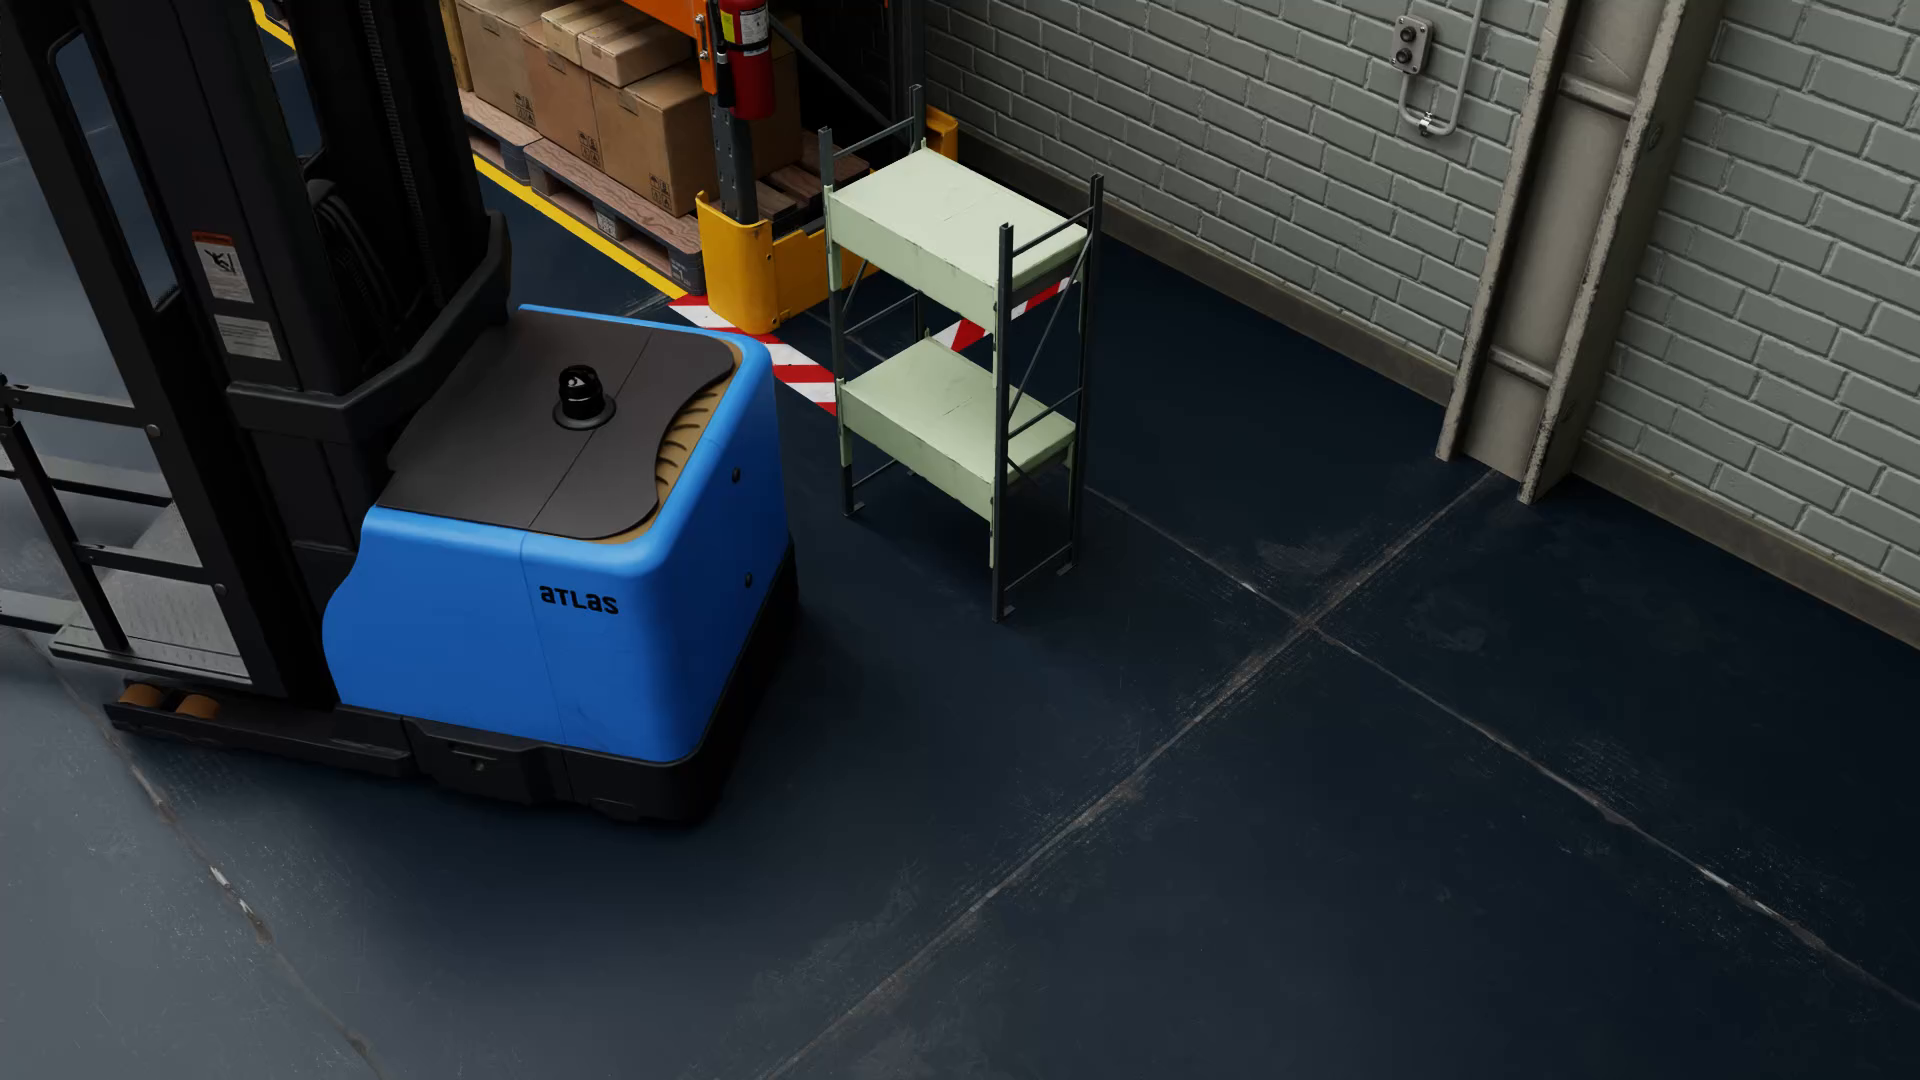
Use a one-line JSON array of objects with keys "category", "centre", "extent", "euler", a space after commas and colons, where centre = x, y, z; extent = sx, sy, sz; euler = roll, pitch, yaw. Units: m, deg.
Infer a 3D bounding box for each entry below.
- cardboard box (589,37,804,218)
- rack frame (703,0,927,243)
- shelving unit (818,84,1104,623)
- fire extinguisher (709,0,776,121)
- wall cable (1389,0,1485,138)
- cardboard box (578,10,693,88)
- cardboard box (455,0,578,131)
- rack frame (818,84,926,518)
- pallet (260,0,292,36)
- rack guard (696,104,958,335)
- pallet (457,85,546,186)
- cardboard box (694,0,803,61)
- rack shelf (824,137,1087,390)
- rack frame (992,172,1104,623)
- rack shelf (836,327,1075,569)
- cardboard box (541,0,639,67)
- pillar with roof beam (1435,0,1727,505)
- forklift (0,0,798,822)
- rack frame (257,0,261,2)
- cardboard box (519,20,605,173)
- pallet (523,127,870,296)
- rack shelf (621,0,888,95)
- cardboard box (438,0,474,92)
[{"category": "cardboard box", "centre": [-1.100, -1.798, 7.018], "extent": [0.700, 0.500, 0.500], "euler": [-34, 53, -31]}, {"category": "rack frame", "centre": [-0.535, -2.274, 6.000], "extent": [1.000, 3.000, 0.127], "euler": [-34, 53, -31]}, {"category": "shelving unit", "centre": [-0.005, -0.554, 5.244], "extent": [0.431, 1.500, 0.755], "euler": [-34, 53, -31]}, {"category": "fire extinguisher", "centre": [-0.755, -1.815, 5.836], "extent": [0.296, 0.674, 0.183], "euler": [-34, 53, -31]}, {"category": "wall cable", "centre": [1.039, -2.485, 5.480], "extent": [0.084, 1.984, 1.851], "euler": [-34, 53, -31]}, {"category": "cardboard box", "centre": [-1.320, -2.011, 6.771], "extent": [0.250, 0.149, 0.380], "euler": [34, 52, 31]}, {"category": "cardboard box", "centre": [-1.809, -2.280, 7.540], "extent": [0.500, 0.500, 0.700], "euler": [32, 52, 30]}, {"category": "rack frame", "centre": [-0.263, -0.730, 5.435], "extent": [0.400, 1.500, 0.023], "euler": [-34, 53, -31]}, {"category": "pallet", "centre": [-2.878, -2.769, 8.591], "extent": [1.003, 0.211, 1.213], "euler": [-34, 53, -31]}, {"category": "rack guard", "centre": [-0.518, -1.344, 6.836], "extent": [1.175, 0.500, 0.348], "euler": [-34, 53, -31]}, {"category": "pallet", "centre": [-2.012, -2.182, 7.956], "extent": [1.003, 0.211, 1.213], "euler": [-34, 53, -31]}, {"category": "cardboard box", "centre": [-0.870, -2.072, 6.837], "extent": [0.380, 0.149, 0.250], "euler": [-34, 52, -31]}, {"category": "rack shelf", "centre": [-0.005, -0.841, 4.980], "extent": [0.431, 0.370, 0.720], "euler": [-34, 53, -31]}, {"category": "rack frame", "centre": [0.254, -0.378, 5.054], "extent": [0.400, 1.500, 0.023], "euler": [-34, 53, -31]}, {"category": "rack shelf", "centre": [-0.005, -0.315, 5.466], "extent": [0.431, 0.370, 0.720], "euler": [-34, 53, -31]}, {"category": "cardboard box", "centre": [-1.501, -2.133, 6.903], "extent": [0.380, 0.149, 0.250], "euler": [-33, 52, -30]}, {"category": "pillar with roof beam", "centre": [-1.064, -1.531, 0.776], "extent": [9.100, 9.000, 0.400], "euler": [-34, 53, -31]}, {"category": "forklift", "centre": [-2.103, -0.785, 4.440], "extent": [3.031, 2.935, 1.130], "euler": [9, 43, 10]}, {"category": "rack frame", "centre": [-3.360, -4.196, 8.080], "extent": [1.000, 3.000, 0.127], "euler": [-34, 53, -31]}, {"category": "cardboard box", "centre": [-1.453, -2.039, 7.279], "extent": [0.500, 0.500, 0.700], "euler": [34, 53, 31]}, {"category": "pallet", "centre": [-1.155, -1.596, 7.322], "extent": [1.003, 0.211, 1.213], "euler": [-34, 53, -31]}, {"category": "rack shelf", "centre": [-1.947, -2.971, 7.285], "extent": [1.077, 0.370, 4.000], "euler": [-34, 53, -31]}, {"category": "cardboard box", "centre": [-2.191, -2.533, 7.813], "extent": [0.700, 0.500, 0.500], "euler": [-33, 52, -30]}]
